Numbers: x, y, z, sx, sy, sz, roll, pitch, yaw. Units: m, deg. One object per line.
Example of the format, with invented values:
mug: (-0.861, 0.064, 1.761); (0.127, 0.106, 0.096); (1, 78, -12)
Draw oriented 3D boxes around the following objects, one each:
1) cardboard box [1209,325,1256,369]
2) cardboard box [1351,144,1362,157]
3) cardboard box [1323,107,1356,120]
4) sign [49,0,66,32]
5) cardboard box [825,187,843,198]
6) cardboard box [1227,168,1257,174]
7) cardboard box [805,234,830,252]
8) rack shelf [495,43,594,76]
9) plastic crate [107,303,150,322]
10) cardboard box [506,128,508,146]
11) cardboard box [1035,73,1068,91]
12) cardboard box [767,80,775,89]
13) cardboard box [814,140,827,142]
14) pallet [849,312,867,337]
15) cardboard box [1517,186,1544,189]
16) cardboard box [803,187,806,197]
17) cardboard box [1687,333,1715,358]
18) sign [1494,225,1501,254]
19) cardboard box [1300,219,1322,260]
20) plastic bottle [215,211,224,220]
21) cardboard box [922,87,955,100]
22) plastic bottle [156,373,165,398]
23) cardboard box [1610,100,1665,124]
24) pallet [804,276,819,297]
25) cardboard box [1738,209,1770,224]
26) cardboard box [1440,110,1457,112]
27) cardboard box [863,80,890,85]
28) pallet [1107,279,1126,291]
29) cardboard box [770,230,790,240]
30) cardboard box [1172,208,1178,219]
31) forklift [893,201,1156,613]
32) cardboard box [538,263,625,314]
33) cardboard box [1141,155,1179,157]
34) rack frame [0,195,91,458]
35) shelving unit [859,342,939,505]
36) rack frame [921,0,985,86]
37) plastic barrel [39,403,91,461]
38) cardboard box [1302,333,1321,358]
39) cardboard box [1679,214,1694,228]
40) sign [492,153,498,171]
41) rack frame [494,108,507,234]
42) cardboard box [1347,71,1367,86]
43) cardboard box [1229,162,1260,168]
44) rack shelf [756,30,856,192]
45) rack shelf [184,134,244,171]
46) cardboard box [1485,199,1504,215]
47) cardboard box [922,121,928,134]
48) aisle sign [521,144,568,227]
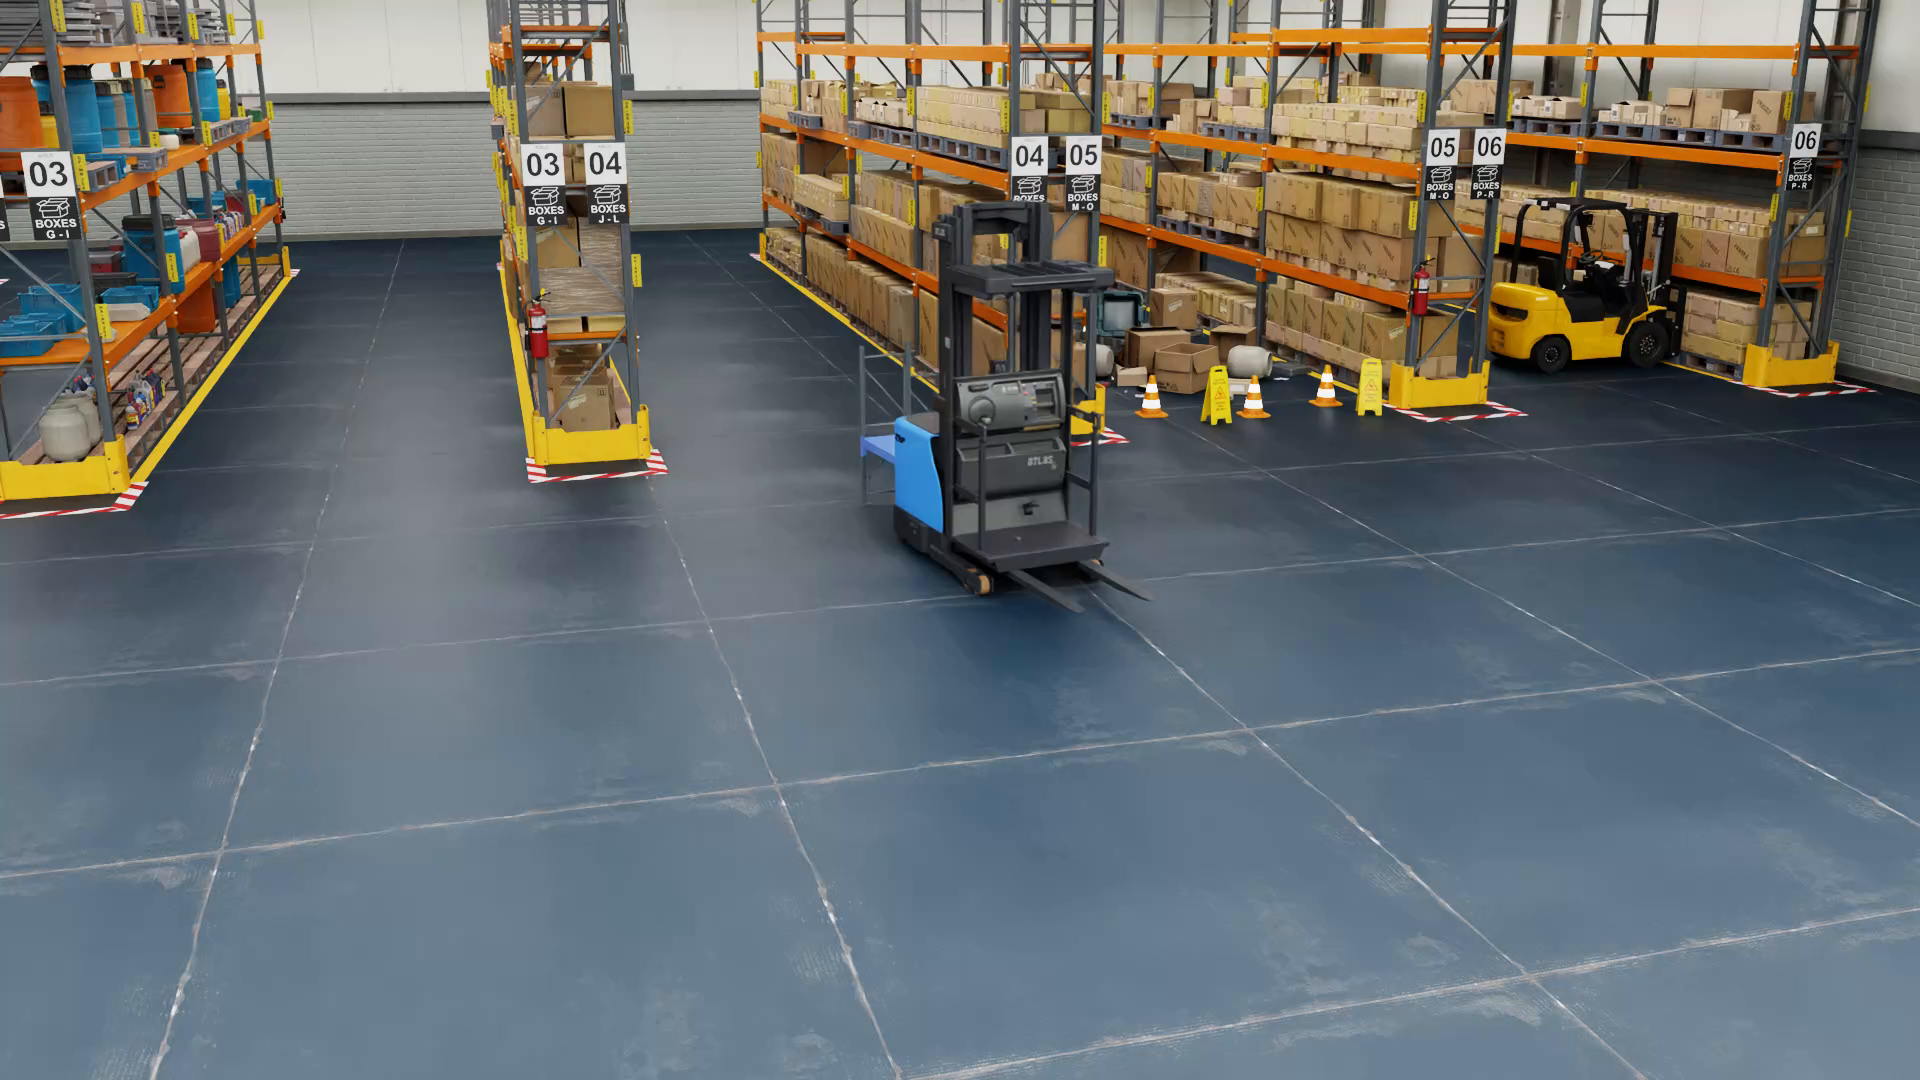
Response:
cardboard box: (3.619, -2.557, 22.092); (0.500, 0.500, 0.500); (7, 18, 23)
cardboard box: (5.040, -4.800, 20.440); (0.380, 0.149, 0.250); (-5, 17, -17)
cardboard box: (4.916, -4.679, 21.953); (0.977, 2.048, 1.538); (-5, 17, -16)
sign: (-8.028, -4.691, 14.790); (0.100, 0.325, 0.005); (-5, 17, -15)
cardboard box: (-1.912, -5.451, 26.059); (0.380, 0.149, 0.250); (-4, 17, -14)
cardboard box: (4.255, -5.535, 25.118); (0.380, 0.149, 0.250); (-6, 18, -18)
cardboard box: (-2.348, -5.088, 28.490); (0.500, 0.250, 0.500); (-5, 18, -18)
rack shelf: (-5.445, -6.264, 21.609); (1.077, 0.370, 4.000); (-5, 17, -15)
plastic crate: (-8.968, -2.427, 17.775); (0.530, 0.136, 0.437); (-5, 17, -15)
cardboard box: (-5.819, -5.411, 22.299); (0.500, 0.250, 0.500); (-4, 17, -14)
cardboard box: (1.745, -8.640, 31.711); (0.500, 0.500, 0.500); (-4, 17, -14)
cardboard box: (-3.403, -8.525, 31.102); (0.380, 0.149, 0.250); (-4, 17, -14)
cardboard box: (-2.344, -6.906, 29.800); (0.500, 0.500, 0.500); (-5, 18, -17)
pallet: (-1.054, -3.285, 25.020); (1.003, 0.211, 1.213); (-5, 17, -15)
cardboard box: (9.030, -5.518, 26.308); (0.380, 0.149, 0.250); (-4, 17, -14)
cardboard box: (-2.415, -5.814, 27.782); (0.380, 0.149, 0.250); (-5, 18, -18)
cardboard box: (9.943, -2.572, 21.849); (0.500, 0.250, 0.500); (-5, 17, -15)
sign: (6.254, -3.508, 19.412); (0.100, 0.325, 0.005); (-5, 17, -15)
cardboard box: (4.772, -3.927, 21.620); (0.500, 0.500, 0.500); (-5, 17, -16)
plastic bottle: (-11.377, -4.880, 25.571); (0.144, 0.351, 0.185); (-5, 17, -15)
cardboard box: (-0.254, -5.487, 20.437); (0.380, 0.149, 0.250); (-5, 17, -16)
plastic bottle: (-9.208, -1.785, 19.137); (0.061, 0.283, 0.133); (-4, 17, -12)
cardboard box: (9.399, -5.944, 23.064); (0.500, 0.311, 0.500); (-4, 17, -14)
pallet: (-11.420, -3.465, 25.621); (20.746, 0.211, 2.328); (-5, 17, -15)
cardboard box: (10.105, -4.093, 21.047); (0.380, 0.149, 0.250); (-5, 17, -15)
cardboard box: (5.739, -5.081, 19.990); (0.380, 0.149, 0.250); (-5, 17, -15)
cardboard box: (-1.294, -7.039, 25.953); (0.396, 0.266, 0.258); (-5, 17, -15)
pallet: (3.058, -4.489, 29.029); (1.003, 0.211, 1.213); (-5, 17, -15)
cardboard box: (-3.442, -5.859, 31.936); (0.380, 0.149, 0.250); (-5, 17, -15)
cardboard box: (3.521, -5.080, 25.855); (0.380, 0.149, 0.250); (-6, 18, -19)
forklift: (4.110, -3.729, 21.771); (15.389, 2.935, 16.483); (-8, 18, -24)
cardboard box: (-3.921, -2.612, 17.242); (0.875, 0.500, 0.500); (-5, 17, -15)
cardboard box: (3.360, -6.227, 28.056); (0.500, 0.500, 0.500); (-4, 17, -14)
rack frame: (-8.555, -1.876, 15.483); (0.949, 2.616, 0.053); (-5, 17, -15)
shelving unit: (-0.473, -0.942, 14.983); (0.538, 1.500, 1.048); (-8, 18, -24)
rack frame: (-0.102, -6.611, 20.818); (0.949, 2.616, 0.053); (-5, 17, -15)
plastic barrel: (-8.813, -1.061, 16.365); (0.421, 0.512, 0.421); (0, 17, 0)
cardboard box: (4.841, -2.563, 21.822); (0.500, 0.250, 0.500); (-5, 17, -16)
cardboard box: (9.763, -4.229, 22.016); (0.380, 0.149, 0.250); (-5, 17, -15)
sign: (-8.728, -7.103, 31.243); (0.100, 0.325, 0.005); (-5, 17, -15)
rack frame: (-8.193, -6.693, 31.519); (1.000, 3.000, 0.127); (-5, 17, -15)
cardboard box: (7.356, -8.590, 30.918); (0.396, 0.266, 0.258); (-5, 17, -16)
cardboard box: (5.972, -7.794, 34.927); (0.500, 0.250, 0.500); (-5, 17, -15)
rack shelf: (-2.847, -7.832, 30.491); (1.077, 2.875, 4.000); (-5, 17, -15)
rack shelf: (-11.307, -5.734, 24.362); (1.077, 0.370, 4.000); (-5, 17, -15)
cardboard box: (8.620, -5.258, 26.135); (0.500, 0.250, 0.500); (-4, 17, -14)
cardboard box: (-0.252, -5.104, 20.549); (0.380, 0.149, 0.250); (-5, 17, -15)
aisle sign: (-4.068, -3.471, 16.276); (0.394, 0.787, 0.004); (-5, 17, -15)
